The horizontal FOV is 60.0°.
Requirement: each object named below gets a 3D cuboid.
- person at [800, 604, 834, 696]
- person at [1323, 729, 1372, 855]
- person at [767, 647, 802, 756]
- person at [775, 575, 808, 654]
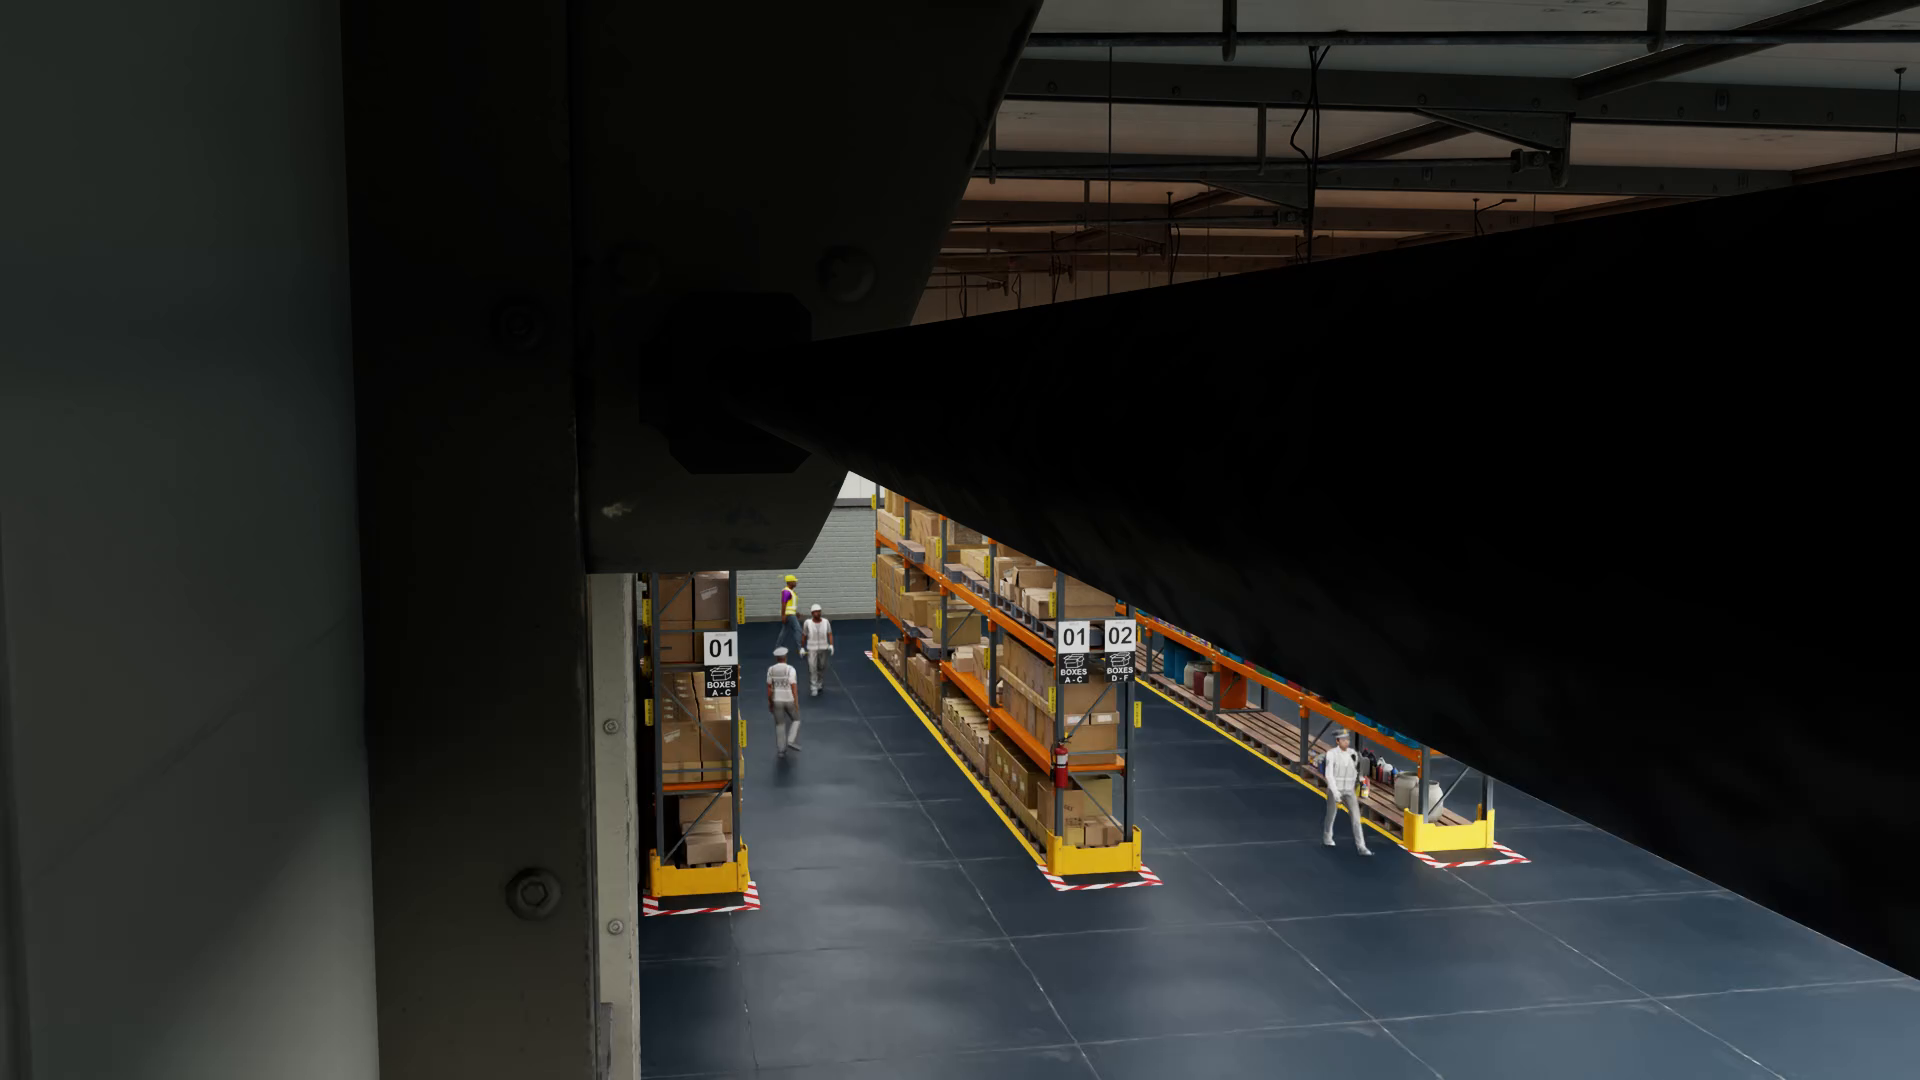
[{"bbox_3d":[-2.771,2.119,32.366,0.621,1.713,1.054,-2,6,-16],"label":"person"},{"bbox_3d":[5.029,3.278,21.730,0.515,1.623,1.005,0,6,-1],"label":"person"},{"bbox_3d":[-2.884,2.642,27.305,0.588,1.762,0.462,1,6,5],"label":"person"},{"bbox_3d":[-3.732,1.648,37.032,0.783,1.740,0.578,-1,6,-10],"label":"person"}]
